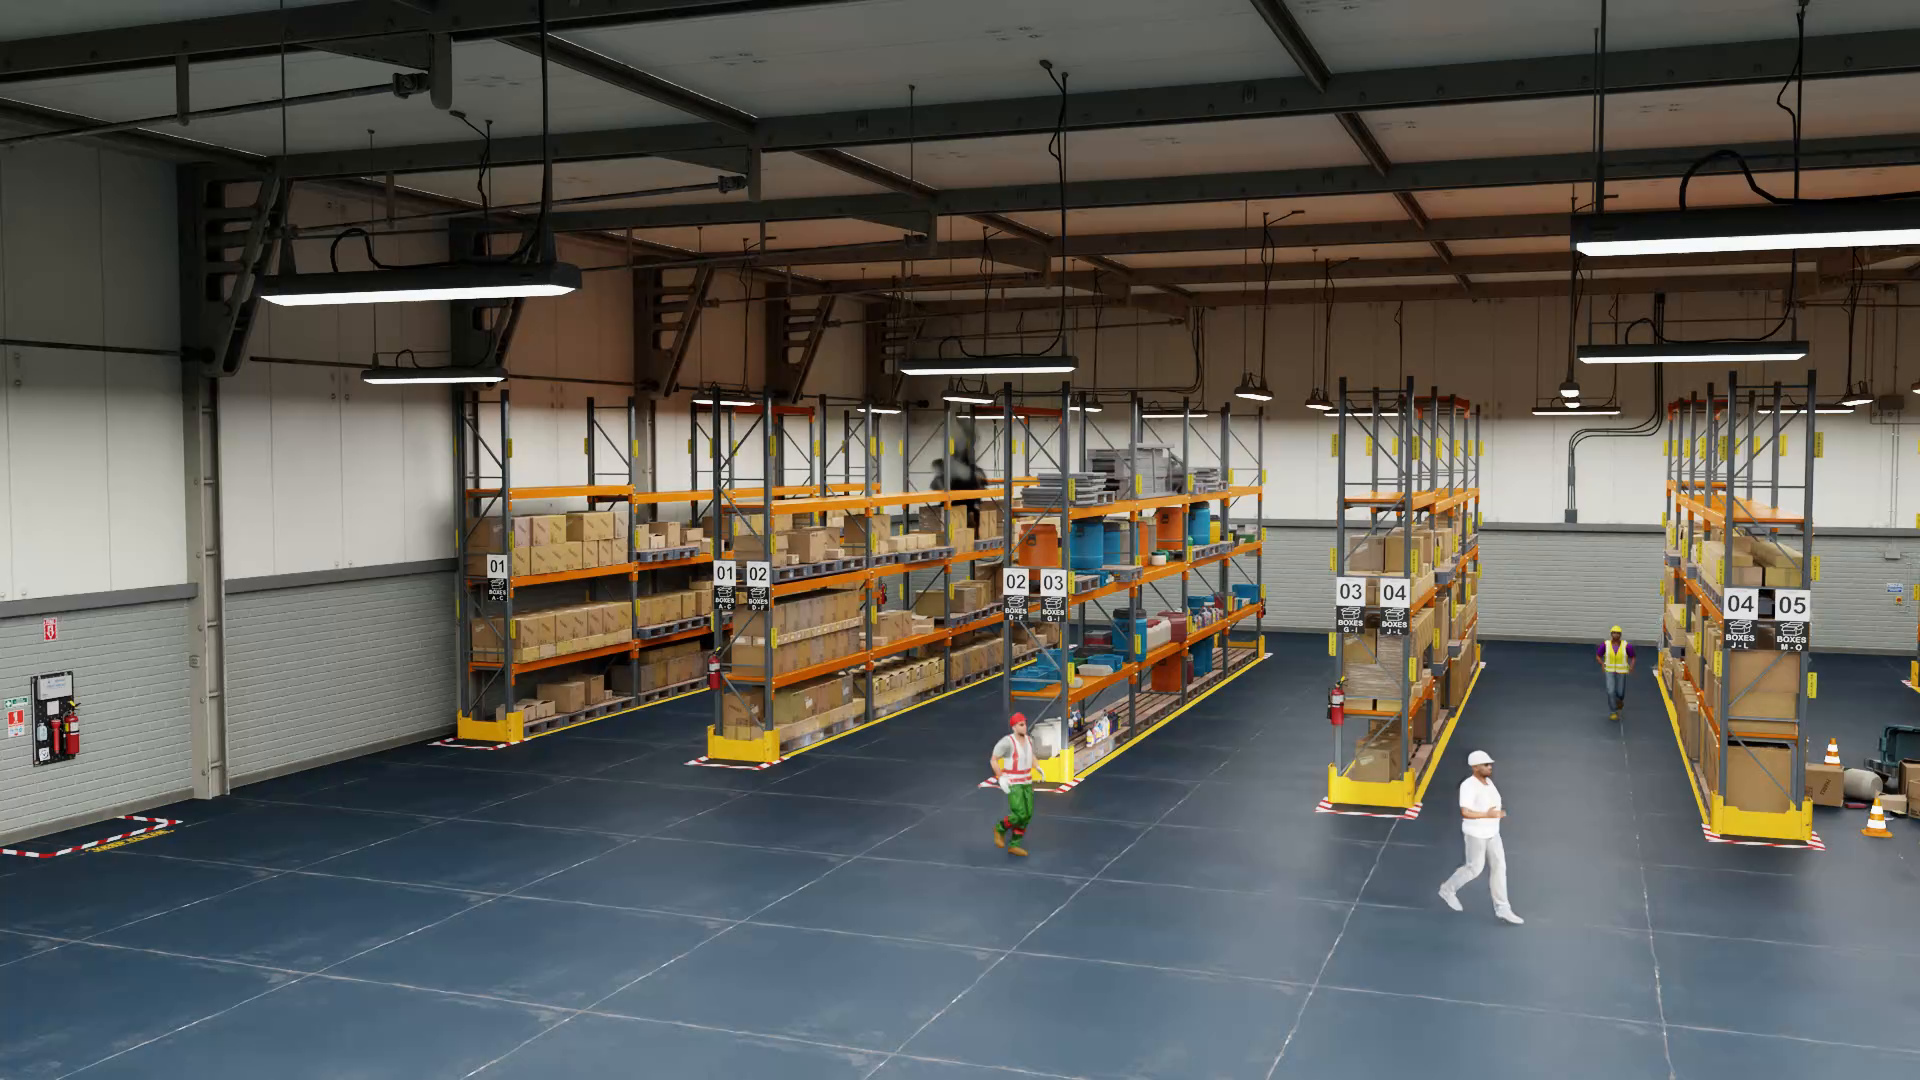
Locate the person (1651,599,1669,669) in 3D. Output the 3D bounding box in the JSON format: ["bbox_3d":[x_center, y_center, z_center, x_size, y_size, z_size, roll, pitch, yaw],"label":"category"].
[{"bbox_3d":[16.111,2.095,37.720,0.818,1.712,0.677,1,3,12],"label":"person"}]

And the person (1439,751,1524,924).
[{"bbox_3d":[5.525,3.114,17.607,0.701,1.765,0.917,-3,4,-43],"label":"person"}]

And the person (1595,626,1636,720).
[{"bbox_3d":[12.147,2.453,30.829,0.702,1.723,0.564,1,3,22],"label":"person"}]

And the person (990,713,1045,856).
[{"bbox_3d":[0.717,3.000,20.486,0.673,1.751,0.590,-3,4,-44],"label":"person"}]
